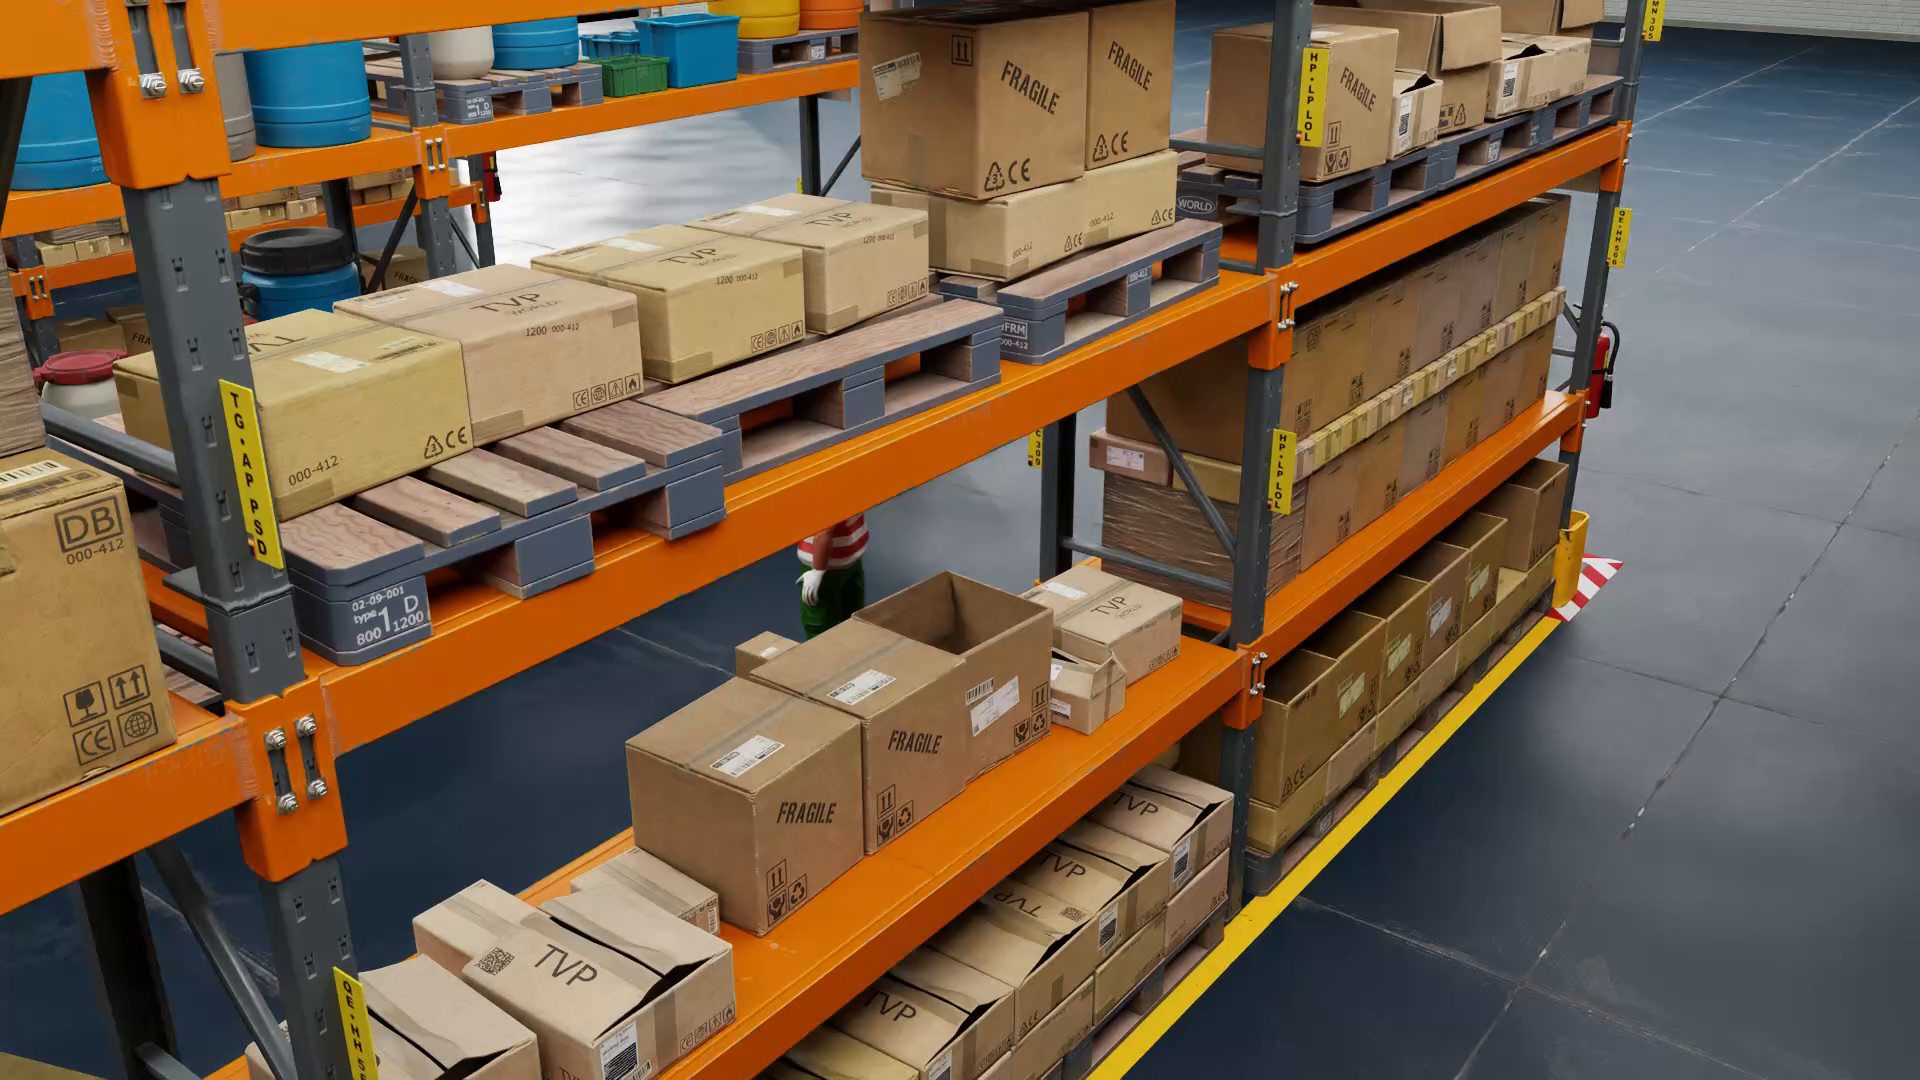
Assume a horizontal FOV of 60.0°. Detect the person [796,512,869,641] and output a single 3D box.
[{"bbox_3d":[-0.673,0.093,8.362,0.447,1.822,0.572,9,25,20],"label":"person"}]
